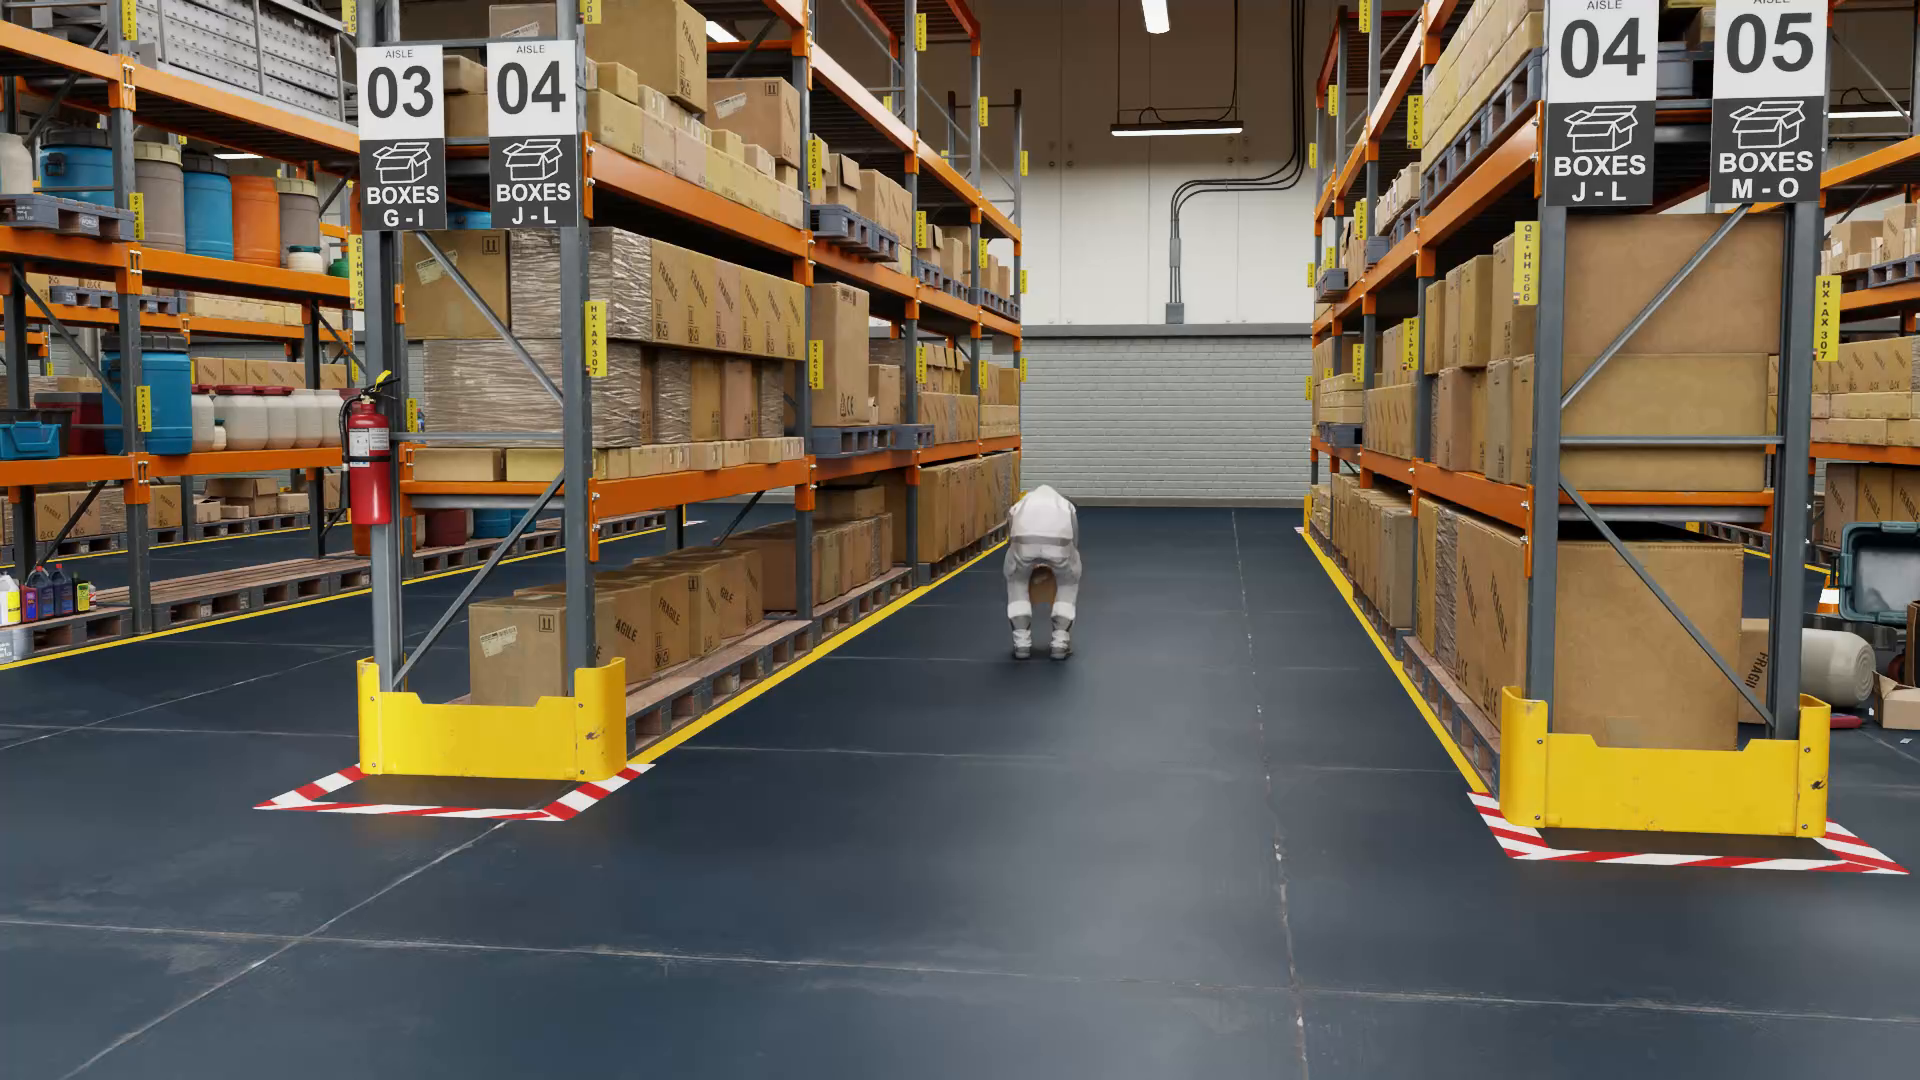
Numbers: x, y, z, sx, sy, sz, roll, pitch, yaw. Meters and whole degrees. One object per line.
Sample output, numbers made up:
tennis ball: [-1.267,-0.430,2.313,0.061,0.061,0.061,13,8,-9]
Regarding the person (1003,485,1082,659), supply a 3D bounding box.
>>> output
person: [0.561,0.201,11.193,0.524,1.112,0.954,0,4,6]
